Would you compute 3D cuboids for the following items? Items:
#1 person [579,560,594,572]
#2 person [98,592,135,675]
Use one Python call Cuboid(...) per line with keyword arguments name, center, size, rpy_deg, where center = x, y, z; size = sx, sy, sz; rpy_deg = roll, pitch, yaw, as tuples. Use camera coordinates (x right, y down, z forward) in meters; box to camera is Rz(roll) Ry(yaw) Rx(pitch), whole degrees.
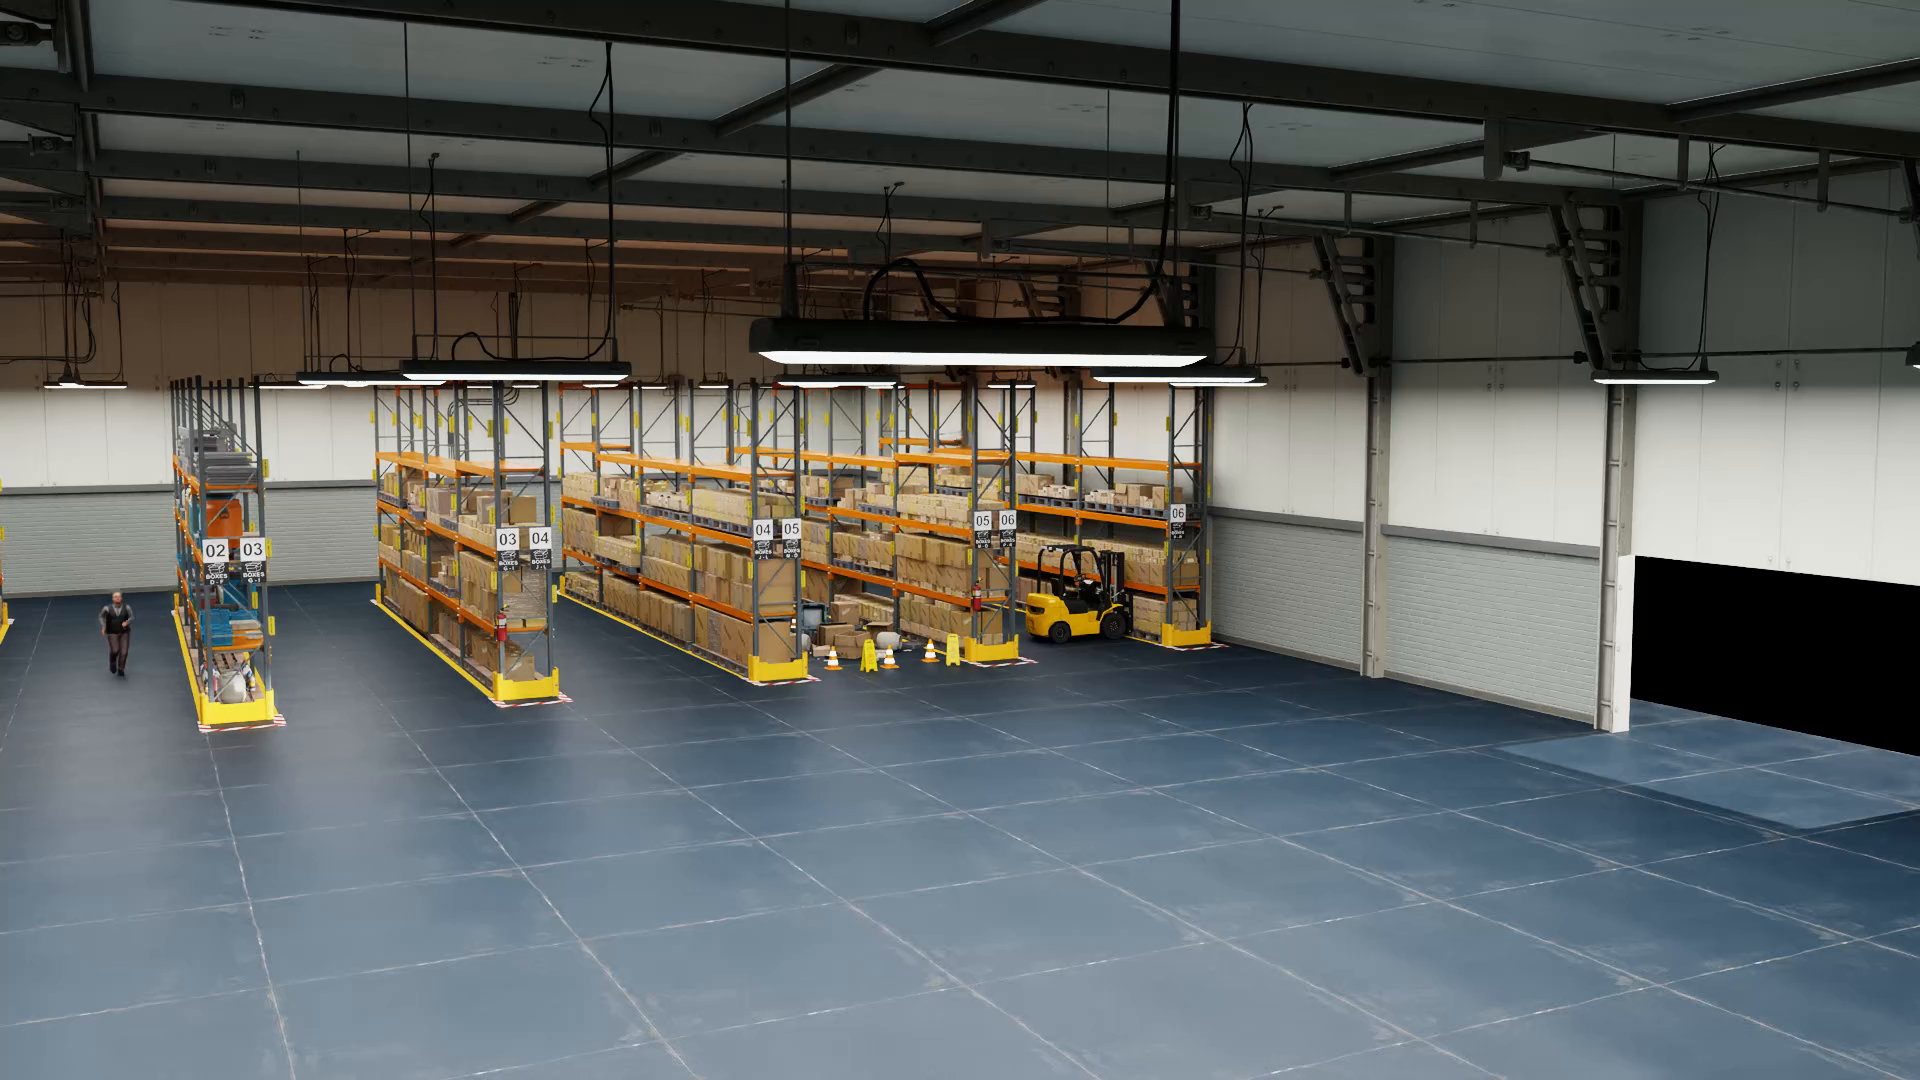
Cuboid(name="person", center=(-10.913, 0.478, 48.872), size=(0.971, 1.772, 0.692), rpy_deg=(0, 5, -2))
Cuboid(name="person", center=(-16.956, 1.898, 33.490), size=(0.637, 1.683, 0.610), rpy_deg=(-4, 6, -35))
